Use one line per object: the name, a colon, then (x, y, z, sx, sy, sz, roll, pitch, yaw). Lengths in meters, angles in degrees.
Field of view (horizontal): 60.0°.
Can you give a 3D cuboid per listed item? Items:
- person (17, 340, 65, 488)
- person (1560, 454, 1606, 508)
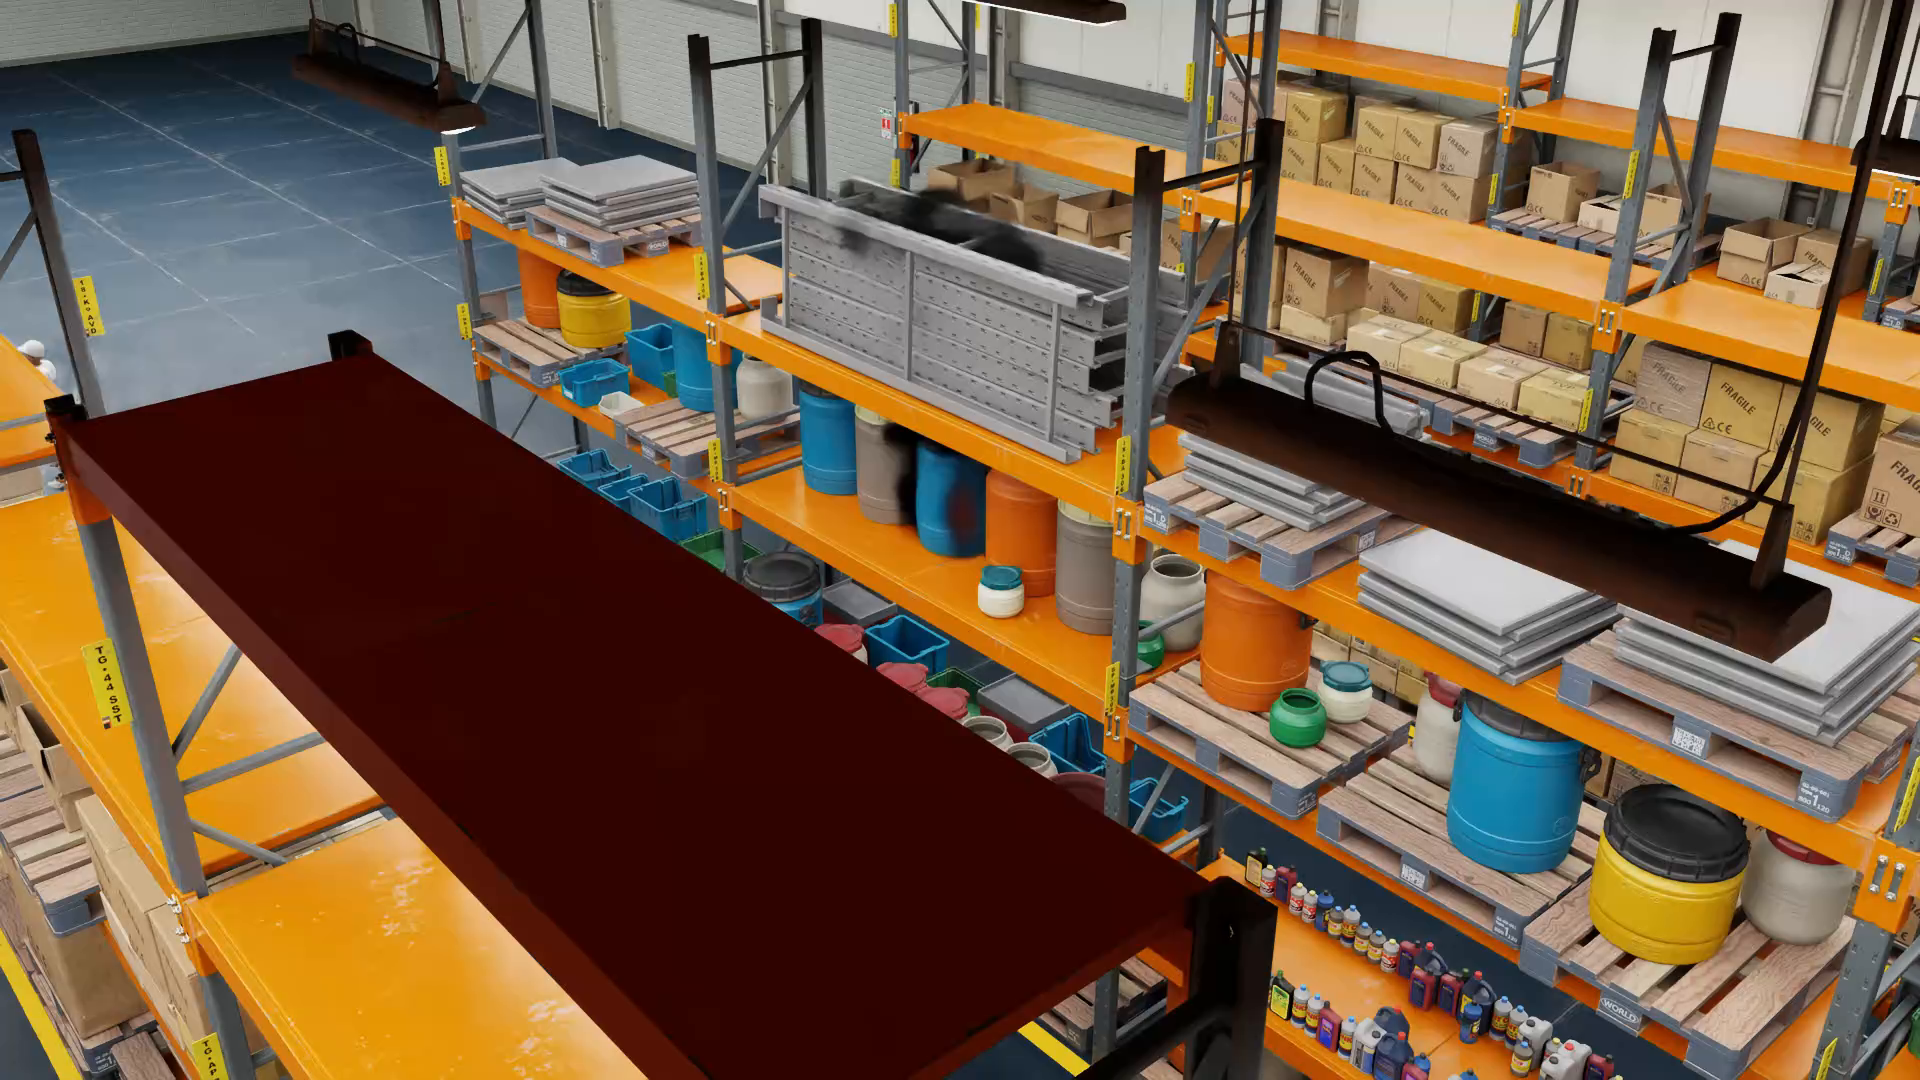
person: (-10.110, -1.369, 18.345, 0.608, 1.735, 0.675, -8, 28, -16)
person: (5.969, -0.108, 15.906, 0.908, 1.681, 0.564, 22, 34, 36)
